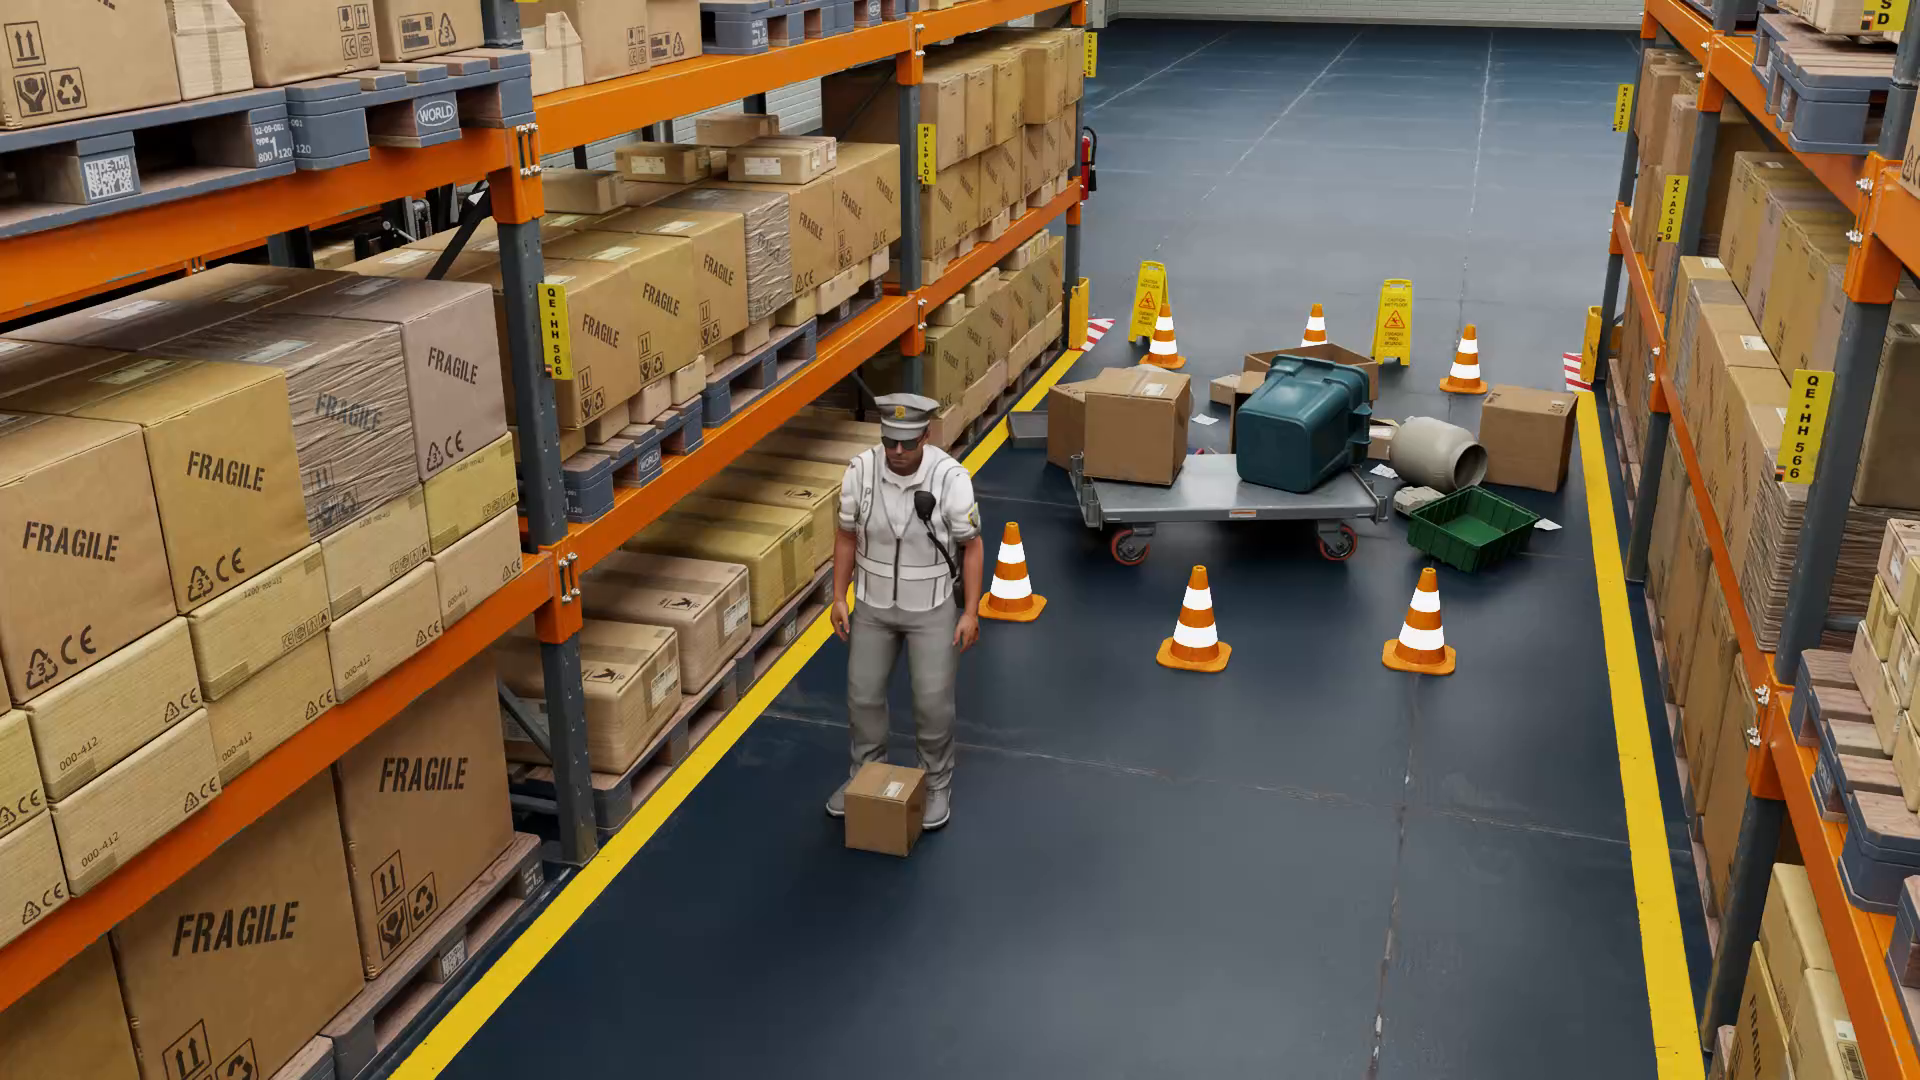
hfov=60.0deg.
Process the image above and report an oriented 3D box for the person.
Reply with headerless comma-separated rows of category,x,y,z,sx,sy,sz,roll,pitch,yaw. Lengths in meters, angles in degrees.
person,-0.210,0.251,6.449,0.606,1.749,0.434,5,22,12
